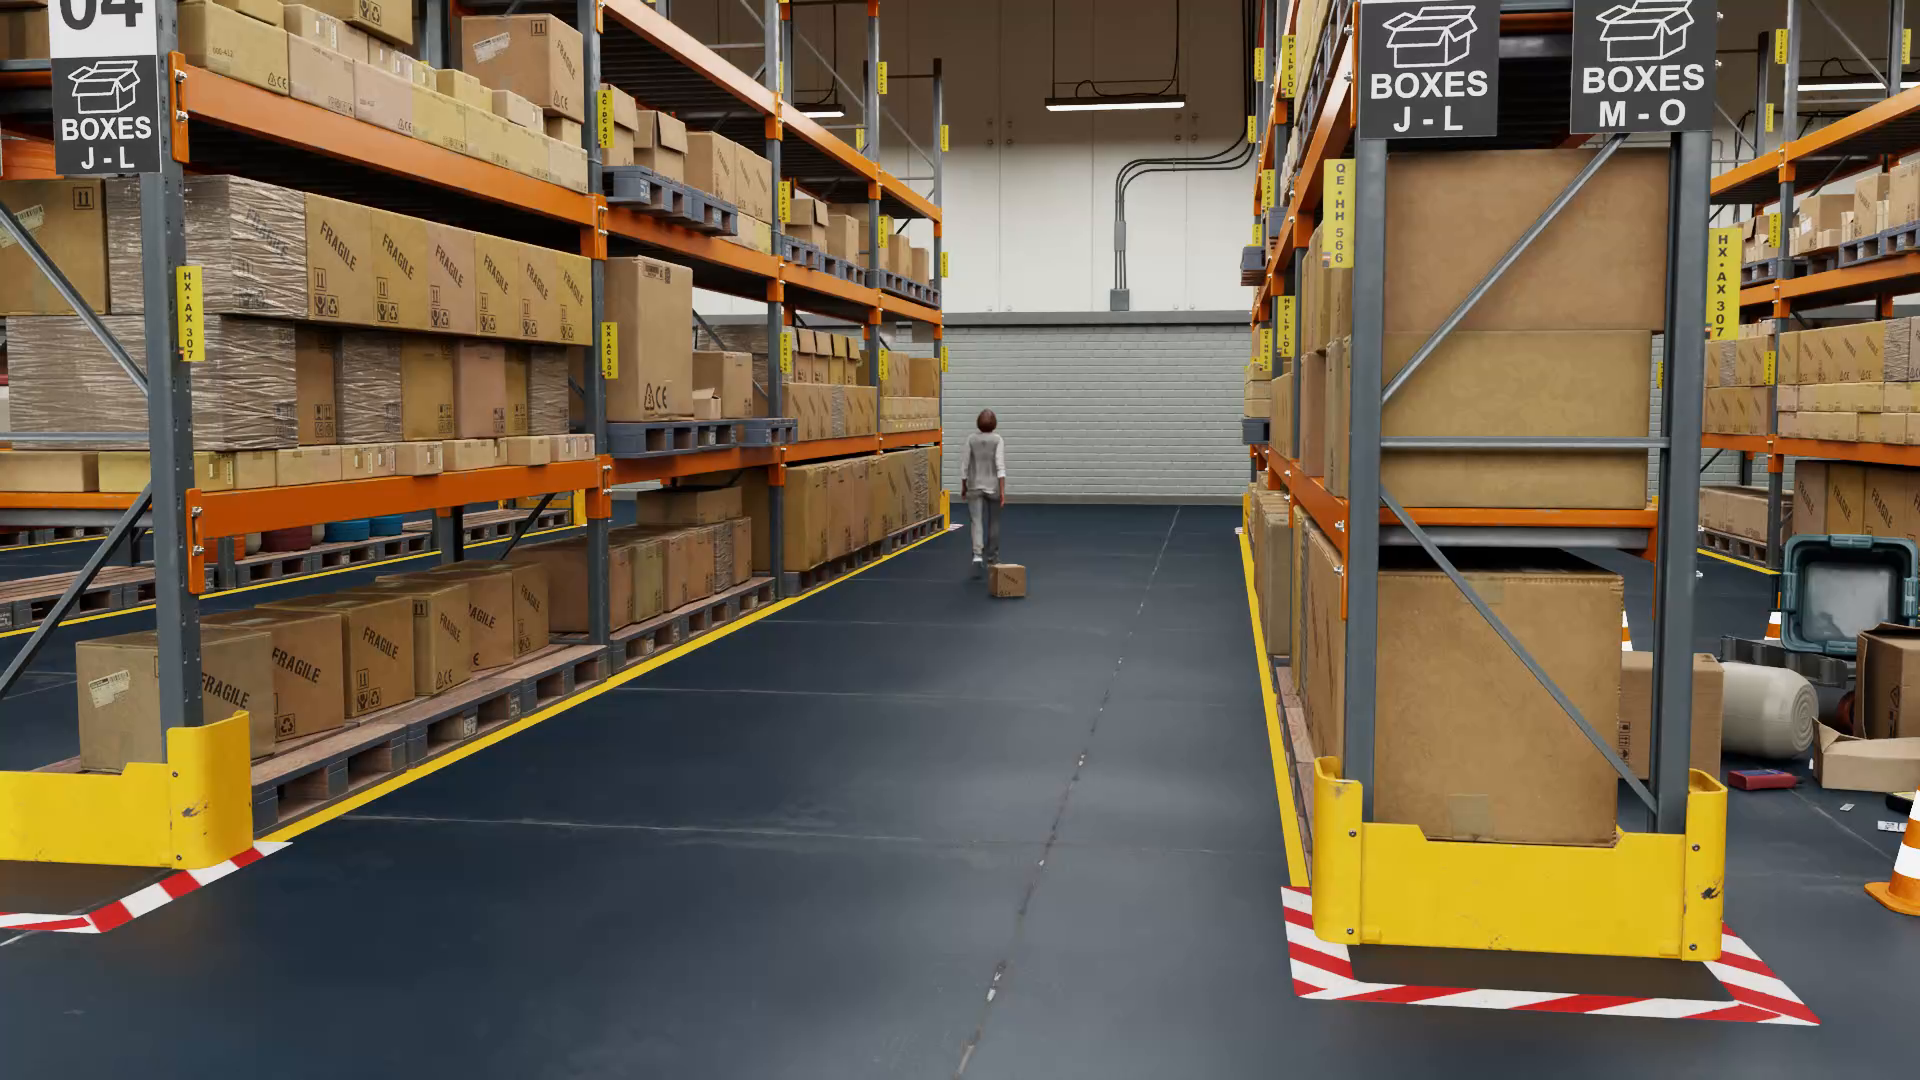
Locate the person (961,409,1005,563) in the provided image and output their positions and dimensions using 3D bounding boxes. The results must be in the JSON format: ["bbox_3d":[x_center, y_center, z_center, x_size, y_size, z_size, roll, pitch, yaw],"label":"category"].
[{"bbox_3d":[0.214,-0.503,15.895,0.436,1.496,0.780,0,5,4],"label":"person"}]
